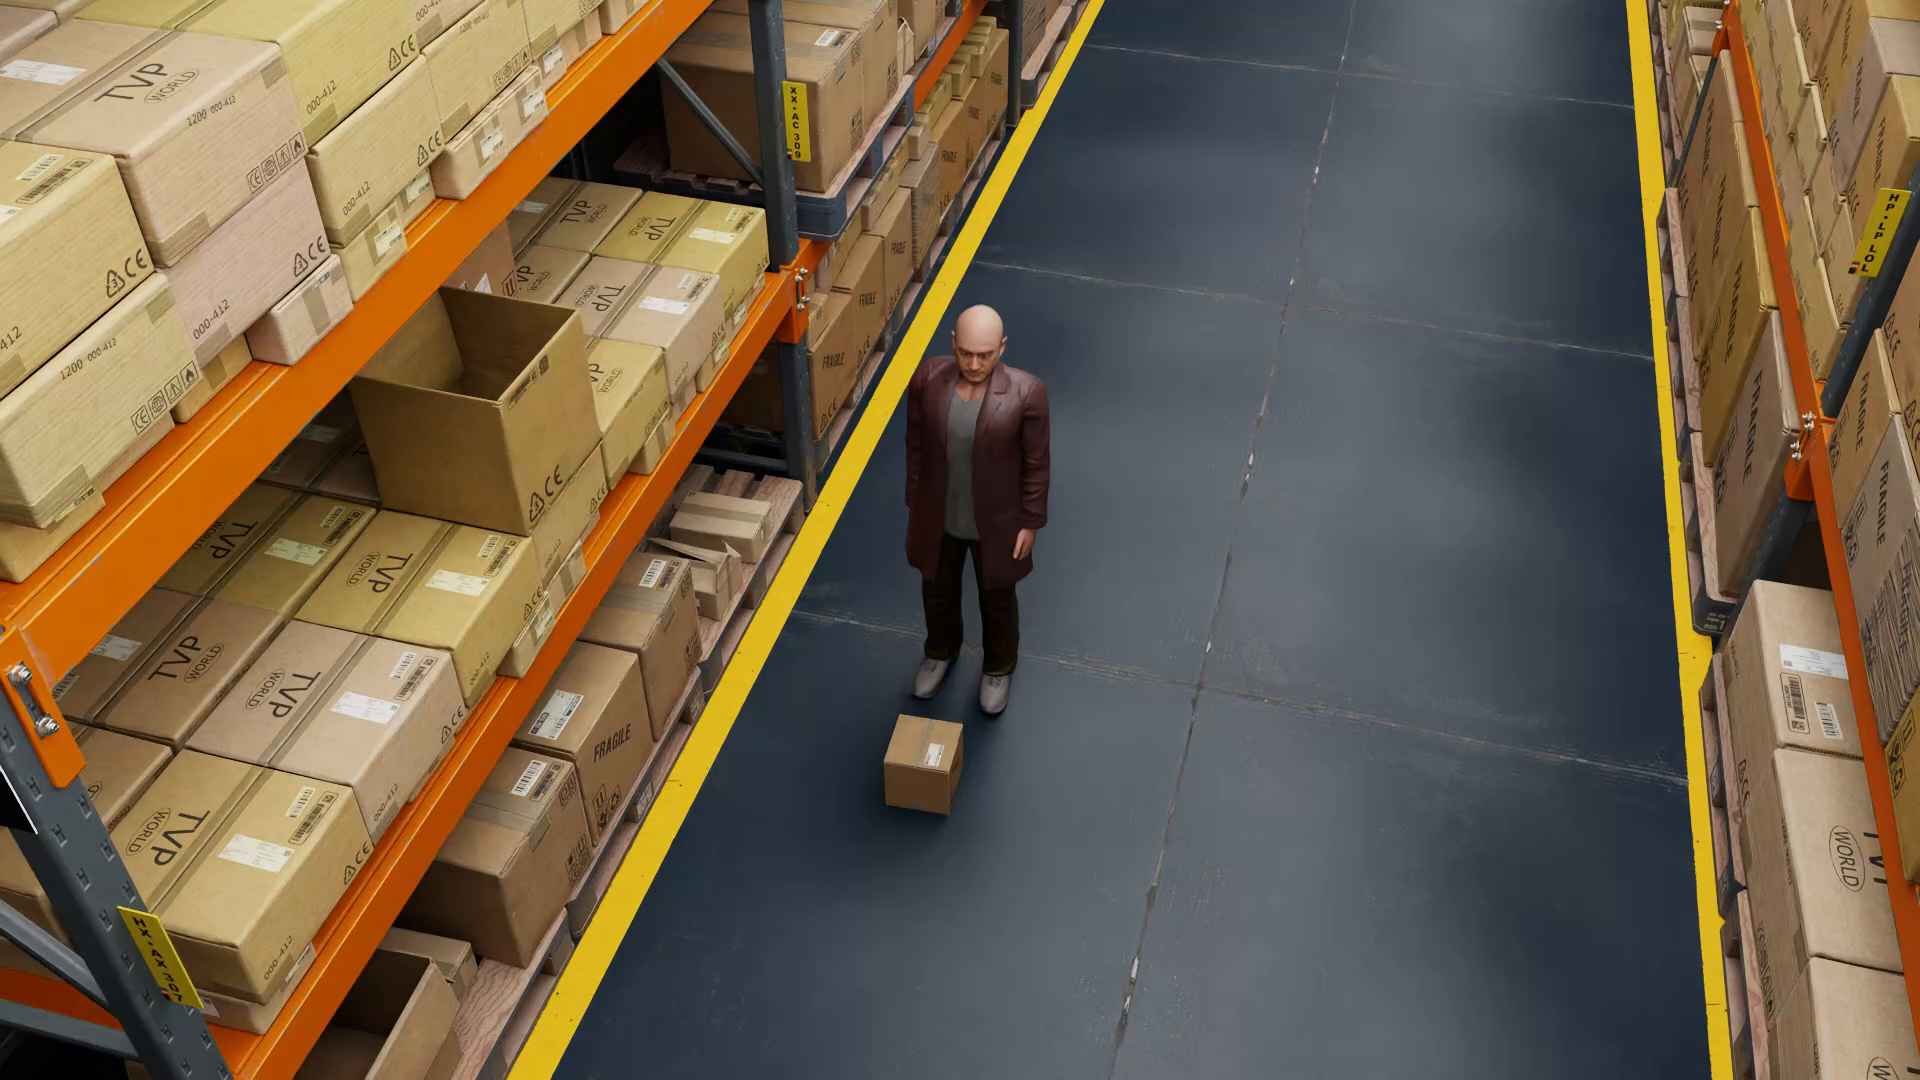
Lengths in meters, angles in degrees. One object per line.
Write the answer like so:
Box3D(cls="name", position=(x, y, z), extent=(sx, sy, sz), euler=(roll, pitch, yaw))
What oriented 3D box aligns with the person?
Box3D(cls="person", position=(0.054, -0.094, 6.282), extent=(0.561, 1.777, 0.380), euler=(11, 42, 13))
